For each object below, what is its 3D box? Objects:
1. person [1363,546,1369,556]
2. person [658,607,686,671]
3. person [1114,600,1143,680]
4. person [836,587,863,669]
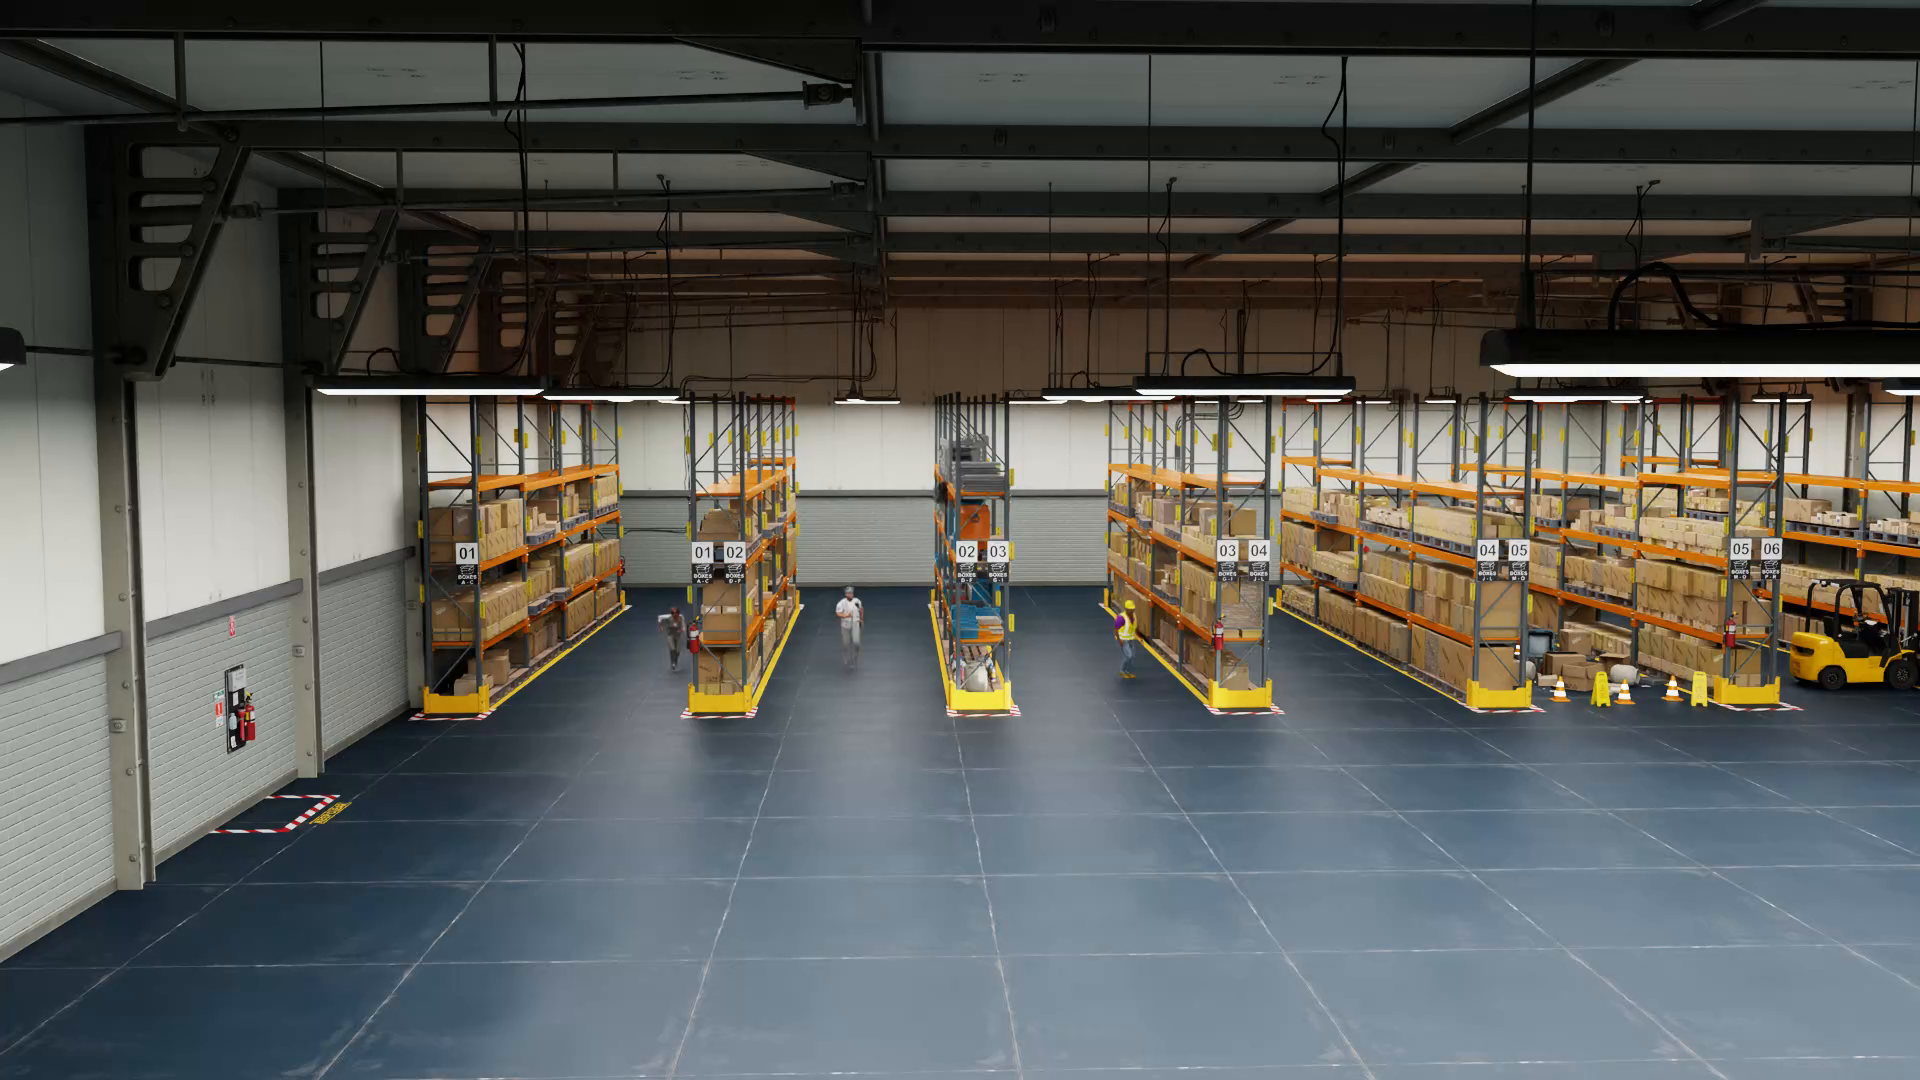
[{"bbox_3d":[11.647,1.052,47.427,0.685,1.771,0.957,-3,6,-37],"label":"person"},{"bbox_3d":[-6.188,2.179,35.792,0.580,1.325,0.865,-1,5,-14],"label":"person"},{"bbox_3d":[3.520,2.085,34.905,0.707,1.701,0.615,-4,6,-40],"label":"person"},{"bbox_3d":[-2.414,1.927,36.501,0.615,1.839,0.854,-1,5,-9],"label":"person"}]
